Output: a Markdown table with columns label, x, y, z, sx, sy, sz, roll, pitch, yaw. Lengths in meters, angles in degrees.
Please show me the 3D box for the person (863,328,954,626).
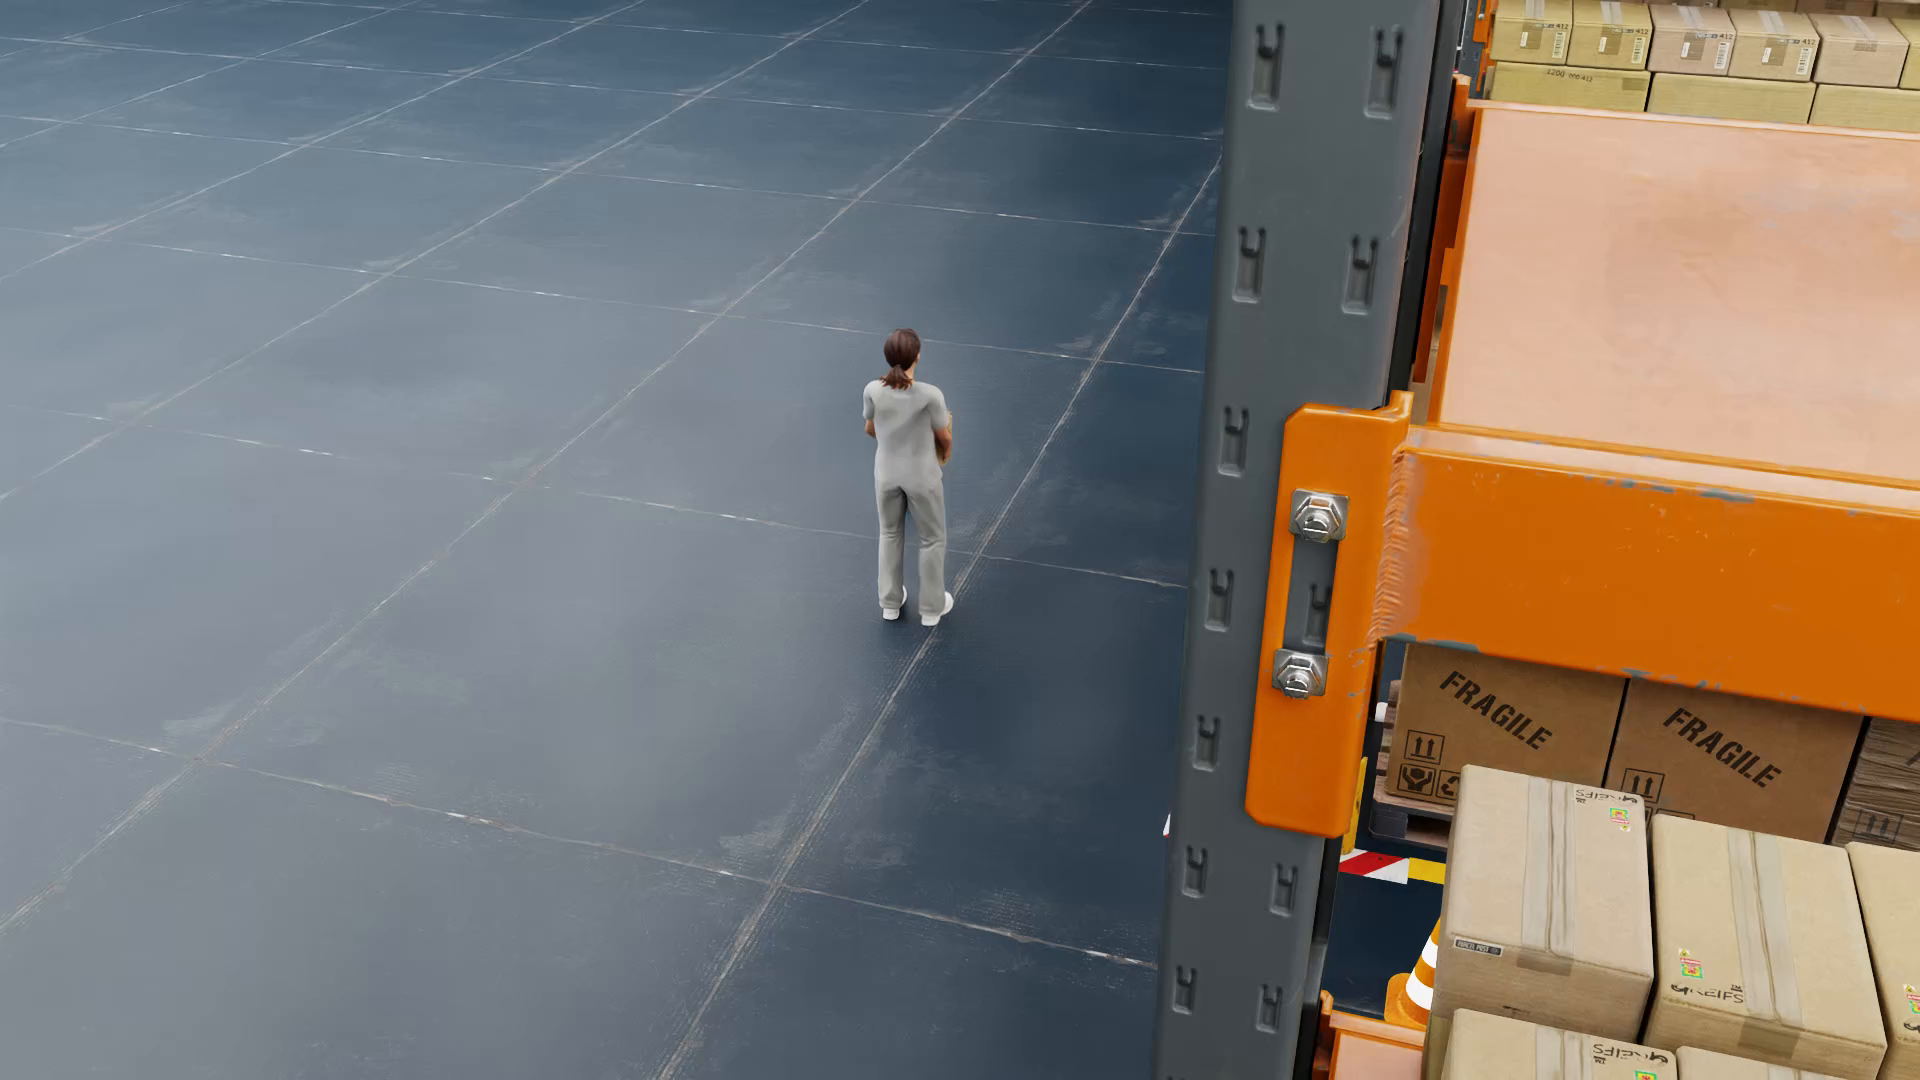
| label | x | y | z | sx | sy | sz | roll | pitch | yaw |
| --- | --- | --- | --- | --- | --- | --- | --- | --- | --- |
| person | -0.259 | -0.351 | 8.751 | 0.463 | 1.674 | 0.490 | 8 | 30 | 14 |
